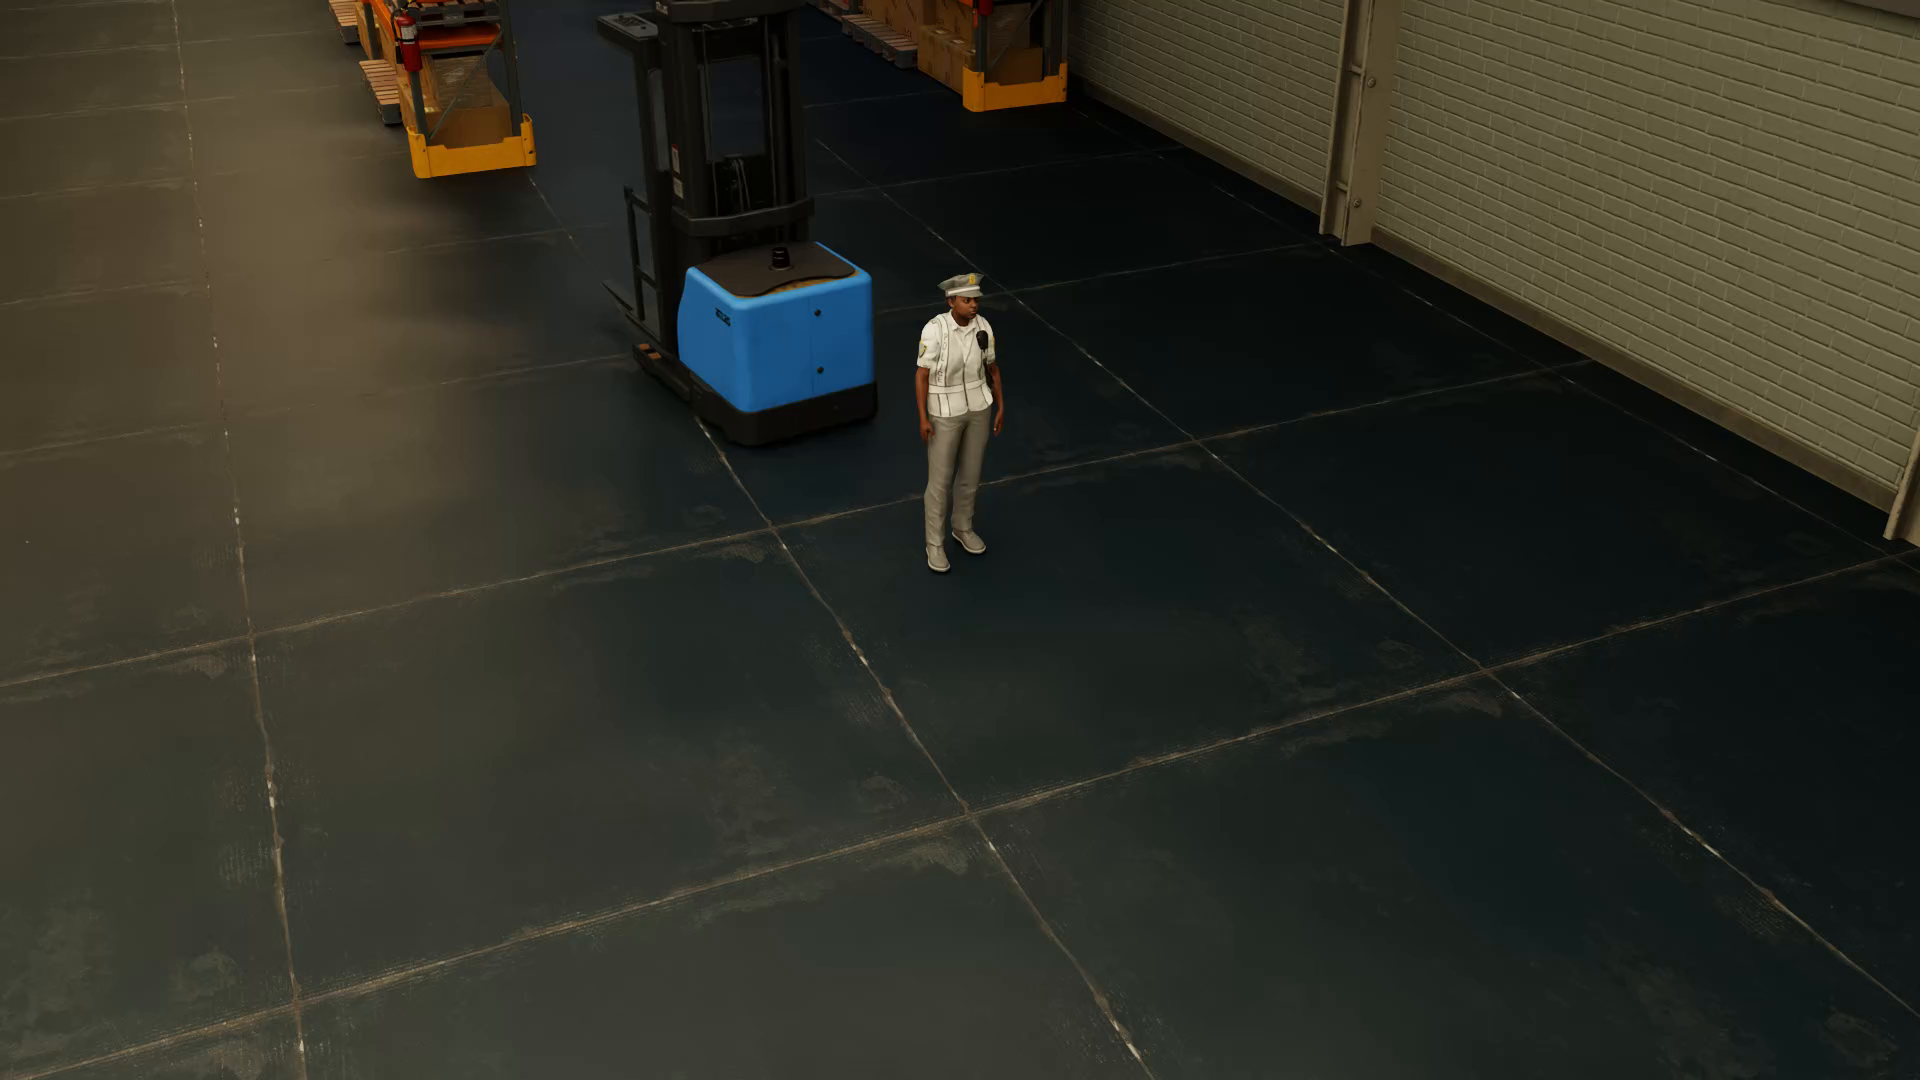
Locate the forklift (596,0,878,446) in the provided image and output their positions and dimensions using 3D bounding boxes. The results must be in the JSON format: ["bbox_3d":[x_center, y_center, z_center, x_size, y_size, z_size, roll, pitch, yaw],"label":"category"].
[{"bbox_3d":[-1.769,-2.589,11.648,1.130,2.935,3.031,-17,34,-27],"label":"forklift"}]

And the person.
[{"bbox_3d":[0.012,-0.704,9.582,0.570,1.697,0.528,-12,32,-20],"label":"person"}]
